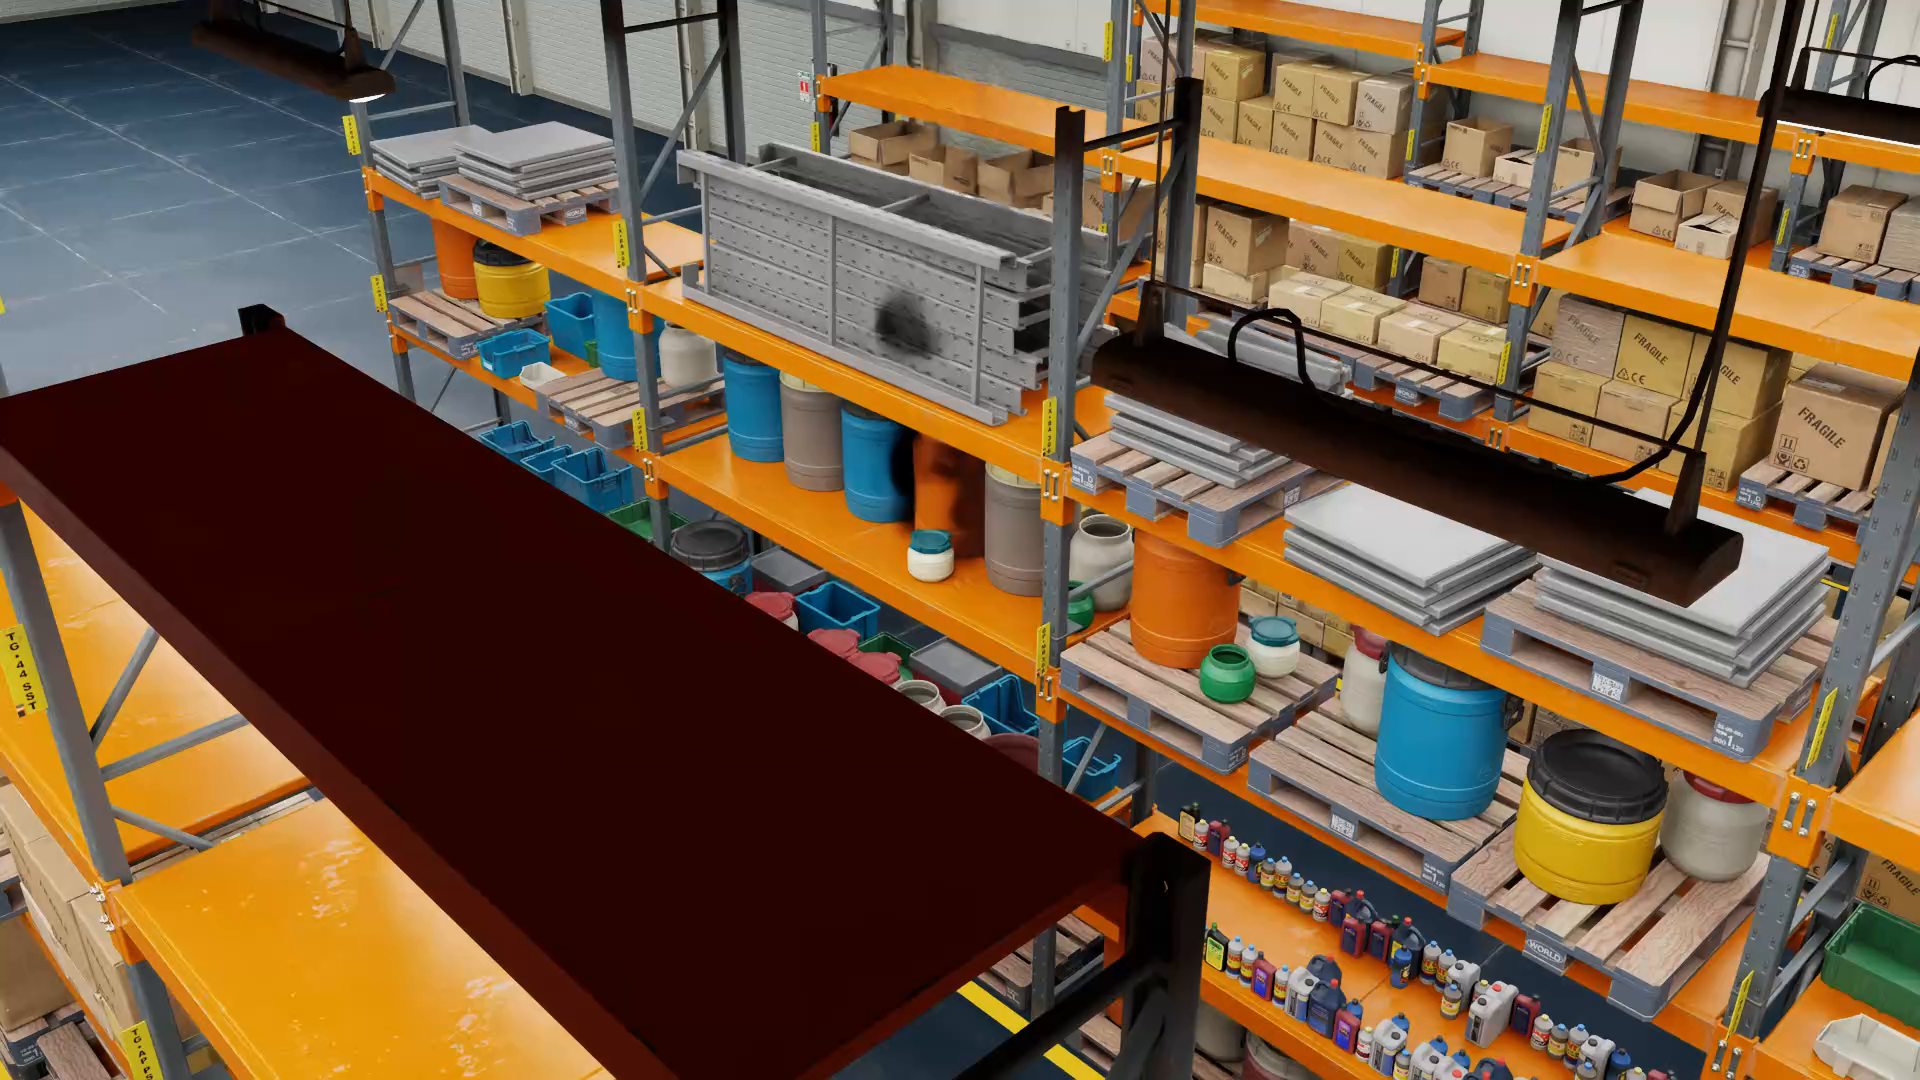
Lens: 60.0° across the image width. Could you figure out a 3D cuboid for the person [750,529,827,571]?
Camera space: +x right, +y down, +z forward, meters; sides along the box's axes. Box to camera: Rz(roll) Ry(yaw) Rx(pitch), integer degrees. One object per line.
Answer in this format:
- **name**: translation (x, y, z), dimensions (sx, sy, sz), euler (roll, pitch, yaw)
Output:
- **person**: translation (-1.671, -0.356, 15.760), dimensions (1.138, 1.731, 0.631), euler (20, 34, 33)
